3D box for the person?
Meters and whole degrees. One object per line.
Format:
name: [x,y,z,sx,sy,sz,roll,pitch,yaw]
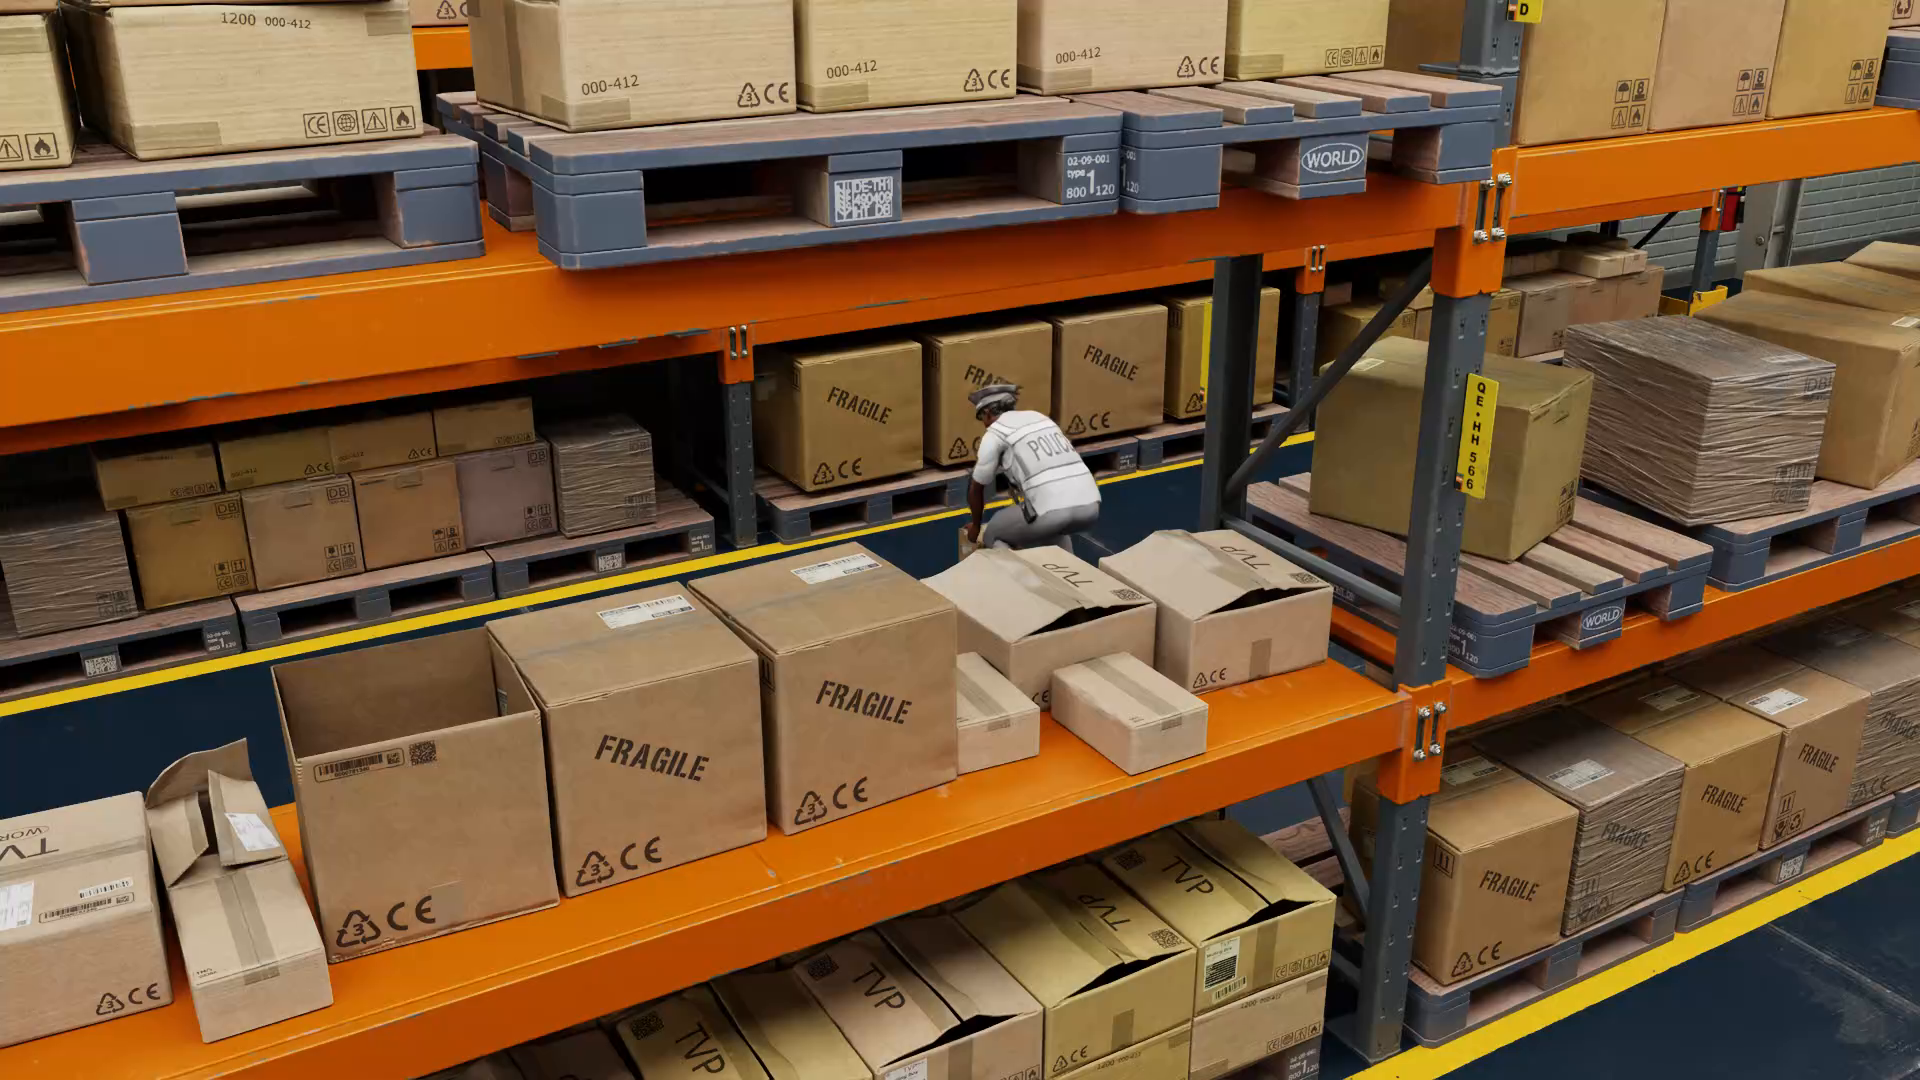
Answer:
person: [0.335,-0.199,8.335,0.498,1.109,0.828,-13,25,-28]
